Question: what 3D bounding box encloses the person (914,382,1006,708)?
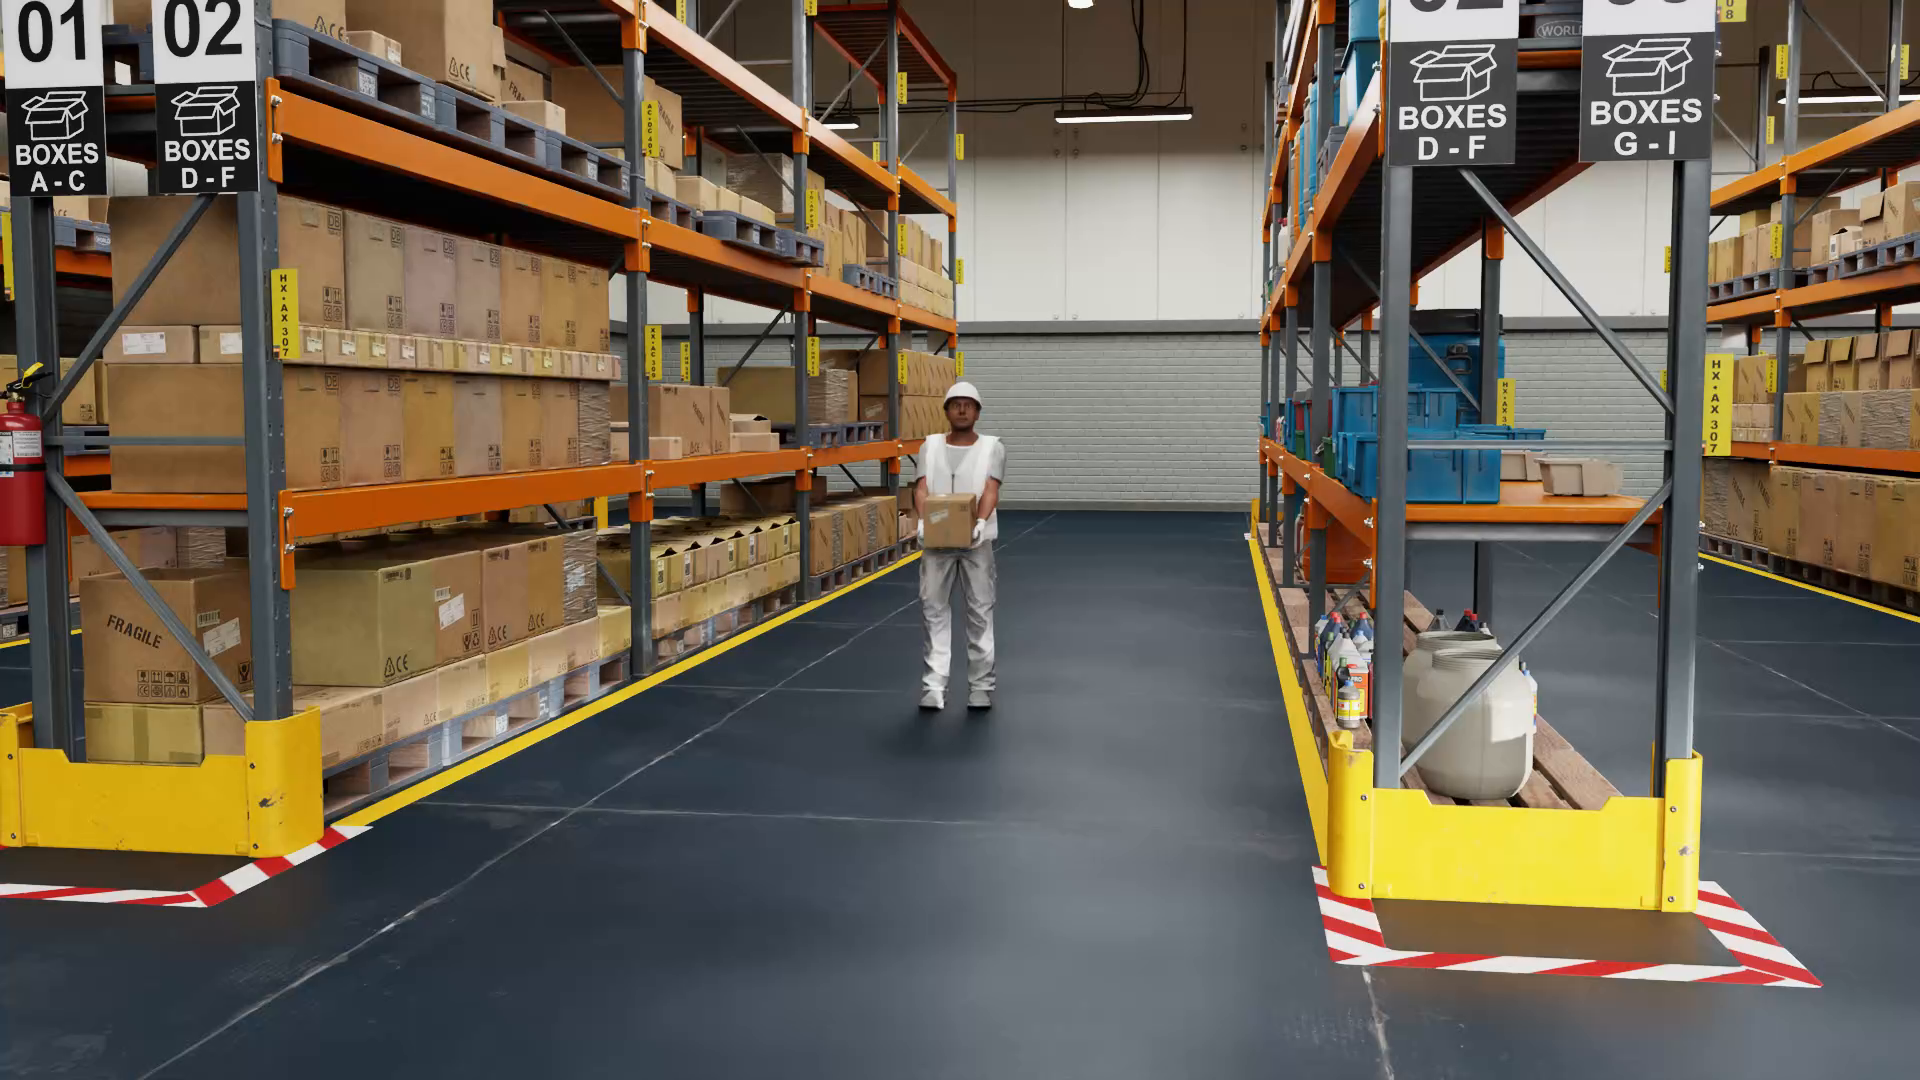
[{"bbox_3d":[-0.014,0.031,9.060,0.493,1.782,0.573,1,4,8],"label":"person"}]
